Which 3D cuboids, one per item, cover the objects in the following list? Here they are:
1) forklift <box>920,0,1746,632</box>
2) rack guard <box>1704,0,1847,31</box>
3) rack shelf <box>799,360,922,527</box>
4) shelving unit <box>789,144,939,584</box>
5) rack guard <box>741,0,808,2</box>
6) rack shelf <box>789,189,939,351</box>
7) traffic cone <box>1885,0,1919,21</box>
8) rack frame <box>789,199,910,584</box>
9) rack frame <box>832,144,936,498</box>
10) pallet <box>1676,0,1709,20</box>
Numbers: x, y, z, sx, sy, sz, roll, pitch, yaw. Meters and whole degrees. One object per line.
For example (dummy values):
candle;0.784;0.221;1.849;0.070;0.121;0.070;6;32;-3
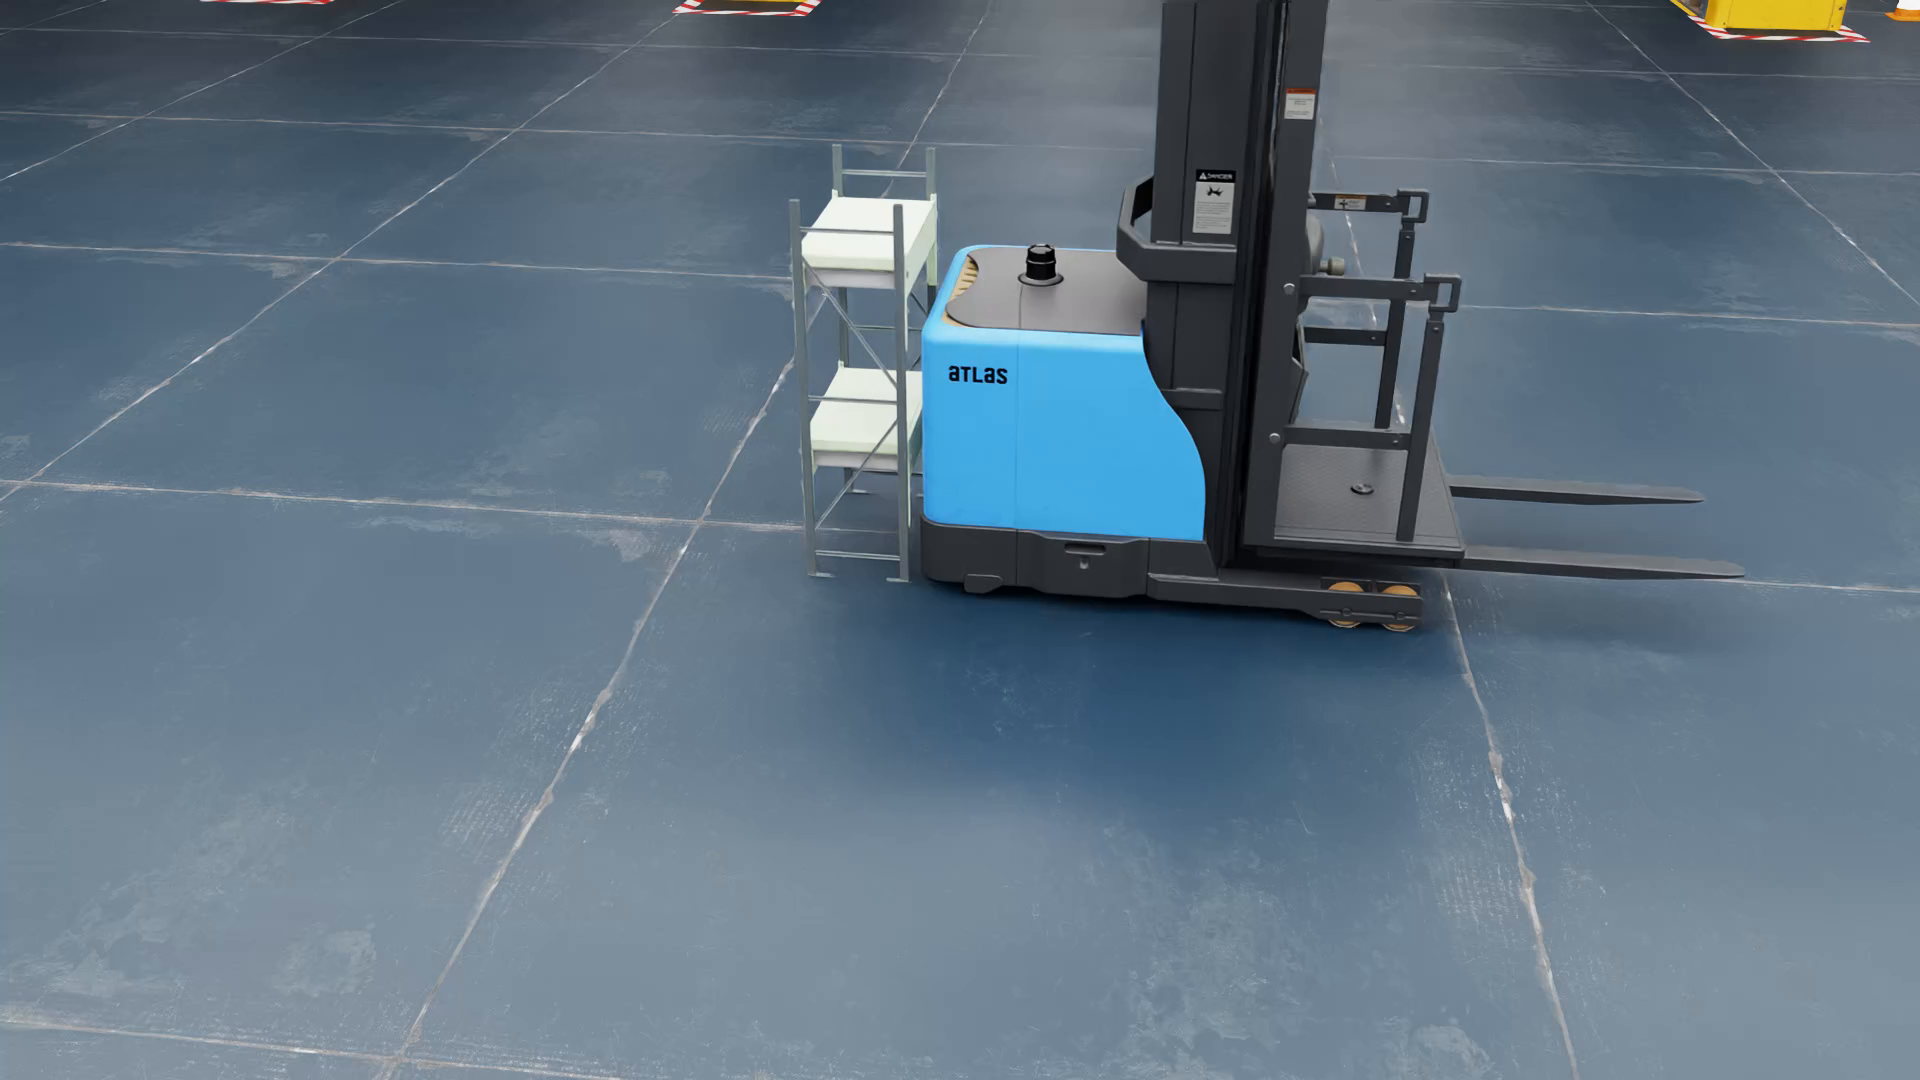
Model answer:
forklift;1.407;-1.223;5.930;3.031;2.935;1.130;4;29;7
rack guard;7.734;-5.122;15.731;1.175;0.500;0.348;3;28;6
rack shelf;-0.345;-0.395;6.589;0.431;0.370;0.720;4;29;7
shelving unit;-0.345;-0.682;6.434;0.431;1.500;0.755;4;29;7
rack guard;-2.126;-5.796;16.981;1.175;0.500;0.348;3;28;6
rack shelf;-0.345;-1.025;6.249;0.431;0.370;0.720;4;29;7
traffic cone;9.211;-5.285;16.071;0.336;0.463;0.334;3;28;6
rack frame;-0.395;-0.510;6.115;0.400;1.500;0.023;4;29;7
rack frame;-0.294;-0.854;6.753;0.400;1.500;0.023;4;29;7
pallet;7.757;-5.387;16.527;1.003;0.211;1.213;3;28;6
